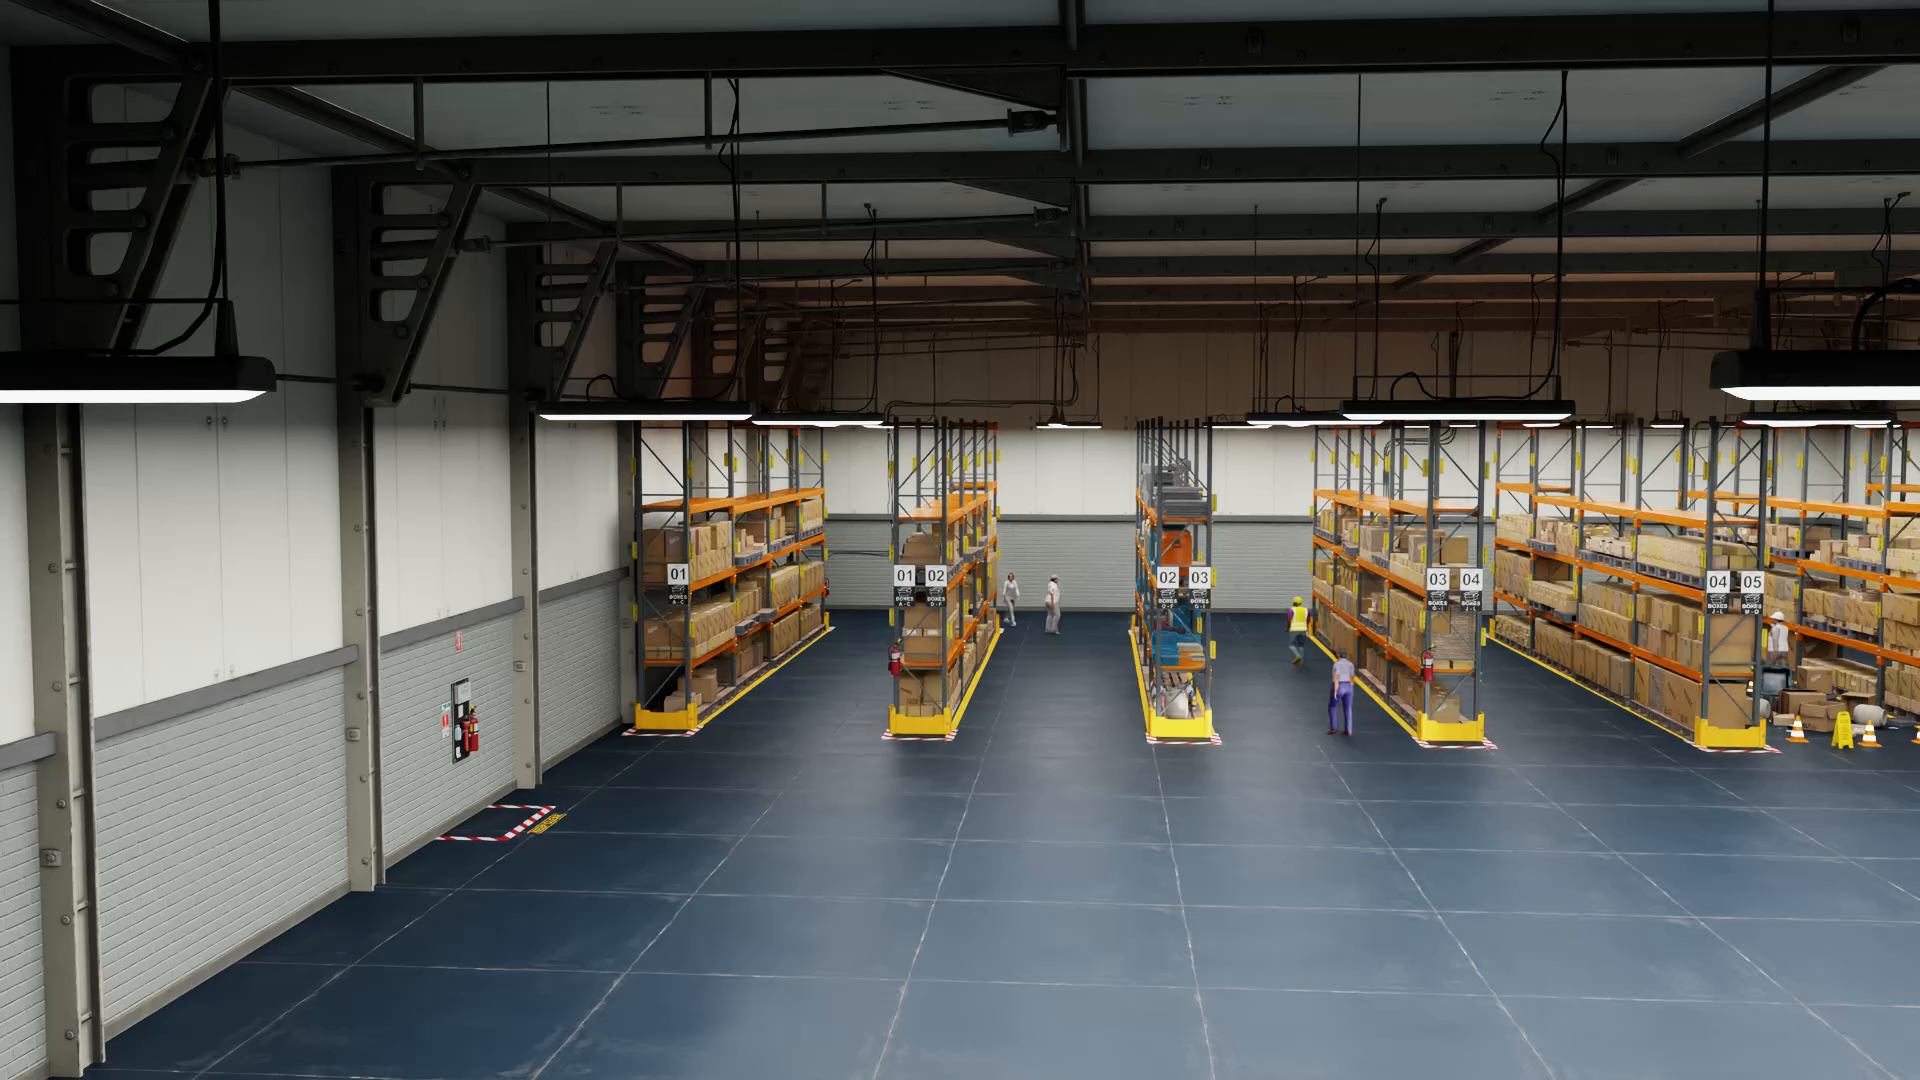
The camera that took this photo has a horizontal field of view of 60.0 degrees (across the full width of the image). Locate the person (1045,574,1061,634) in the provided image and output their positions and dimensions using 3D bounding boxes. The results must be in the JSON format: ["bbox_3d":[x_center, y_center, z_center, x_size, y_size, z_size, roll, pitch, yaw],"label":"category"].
[{"bbox_3d":[2.647,1.835,47.185,0.441,1.711,0.542,-1,4,-8],"label":"person"}]

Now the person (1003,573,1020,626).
[{"bbox_3d":[1.499,1.729,49.036,0.418,1.530,1.022,-2,4,-27],"label":"person"}]

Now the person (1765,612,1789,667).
[{"bbox_3d":[17.955,2.484,36.420,0.519,1.813,0.624,-1,4,-8],"label":"person"}]

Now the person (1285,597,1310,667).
[{"bbox_3d":[8.270,2.238,40.605,0.643,1.677,0.780,0,4,-5],"label":"person"}]

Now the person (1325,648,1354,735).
[{"bbox_3d":[7.220,2.891,31.322,0.506,1.674,0.571,-1,4,-13],"label":"person"}]
